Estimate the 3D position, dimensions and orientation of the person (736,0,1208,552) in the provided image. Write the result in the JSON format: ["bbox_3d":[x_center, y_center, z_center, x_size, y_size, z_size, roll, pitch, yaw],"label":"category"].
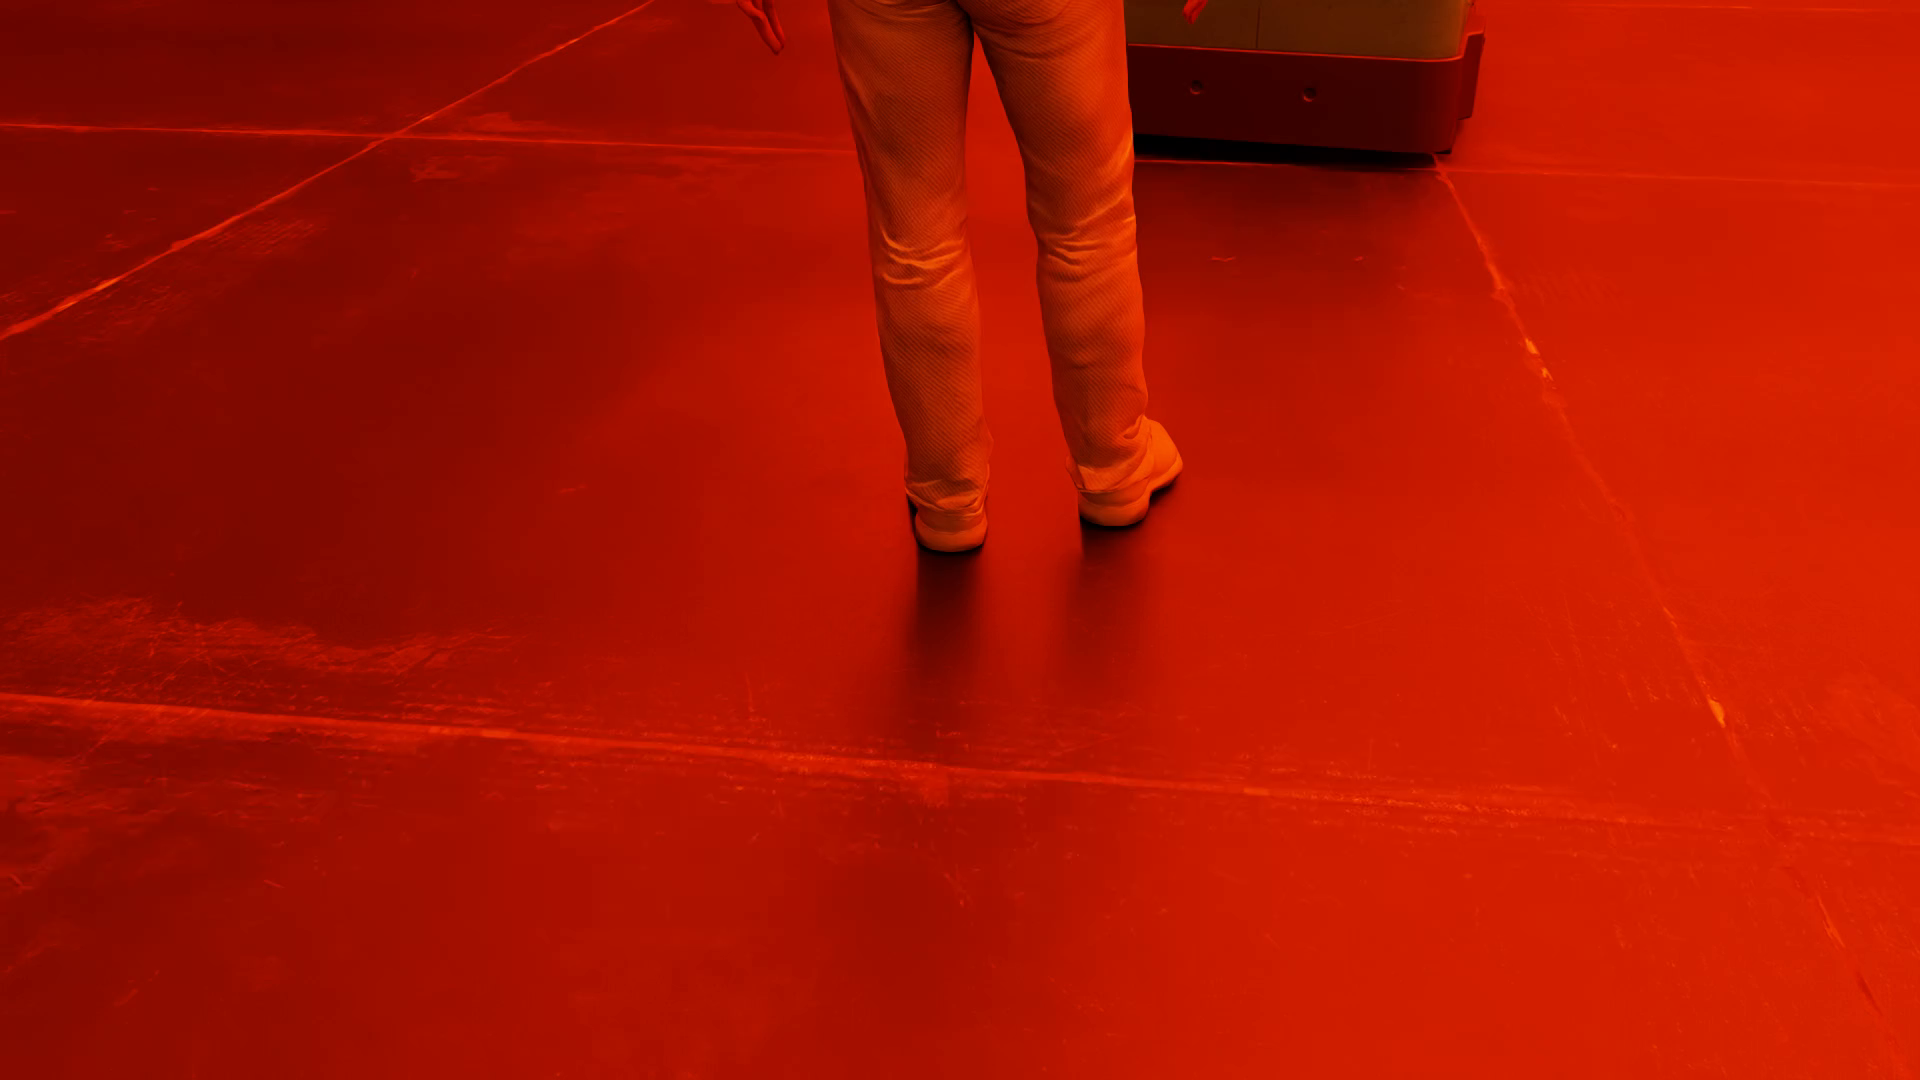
[{"bbox_3d":[0.016,-0.827,2.163,0.665,1.765,0.577,3,27,7],"label":"person"}]

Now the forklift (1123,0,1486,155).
[{"bbox_3d":[1.235,-2.967,5.165,1.130,2.935,3.031,8,28,16],"label":"forklift"}]
